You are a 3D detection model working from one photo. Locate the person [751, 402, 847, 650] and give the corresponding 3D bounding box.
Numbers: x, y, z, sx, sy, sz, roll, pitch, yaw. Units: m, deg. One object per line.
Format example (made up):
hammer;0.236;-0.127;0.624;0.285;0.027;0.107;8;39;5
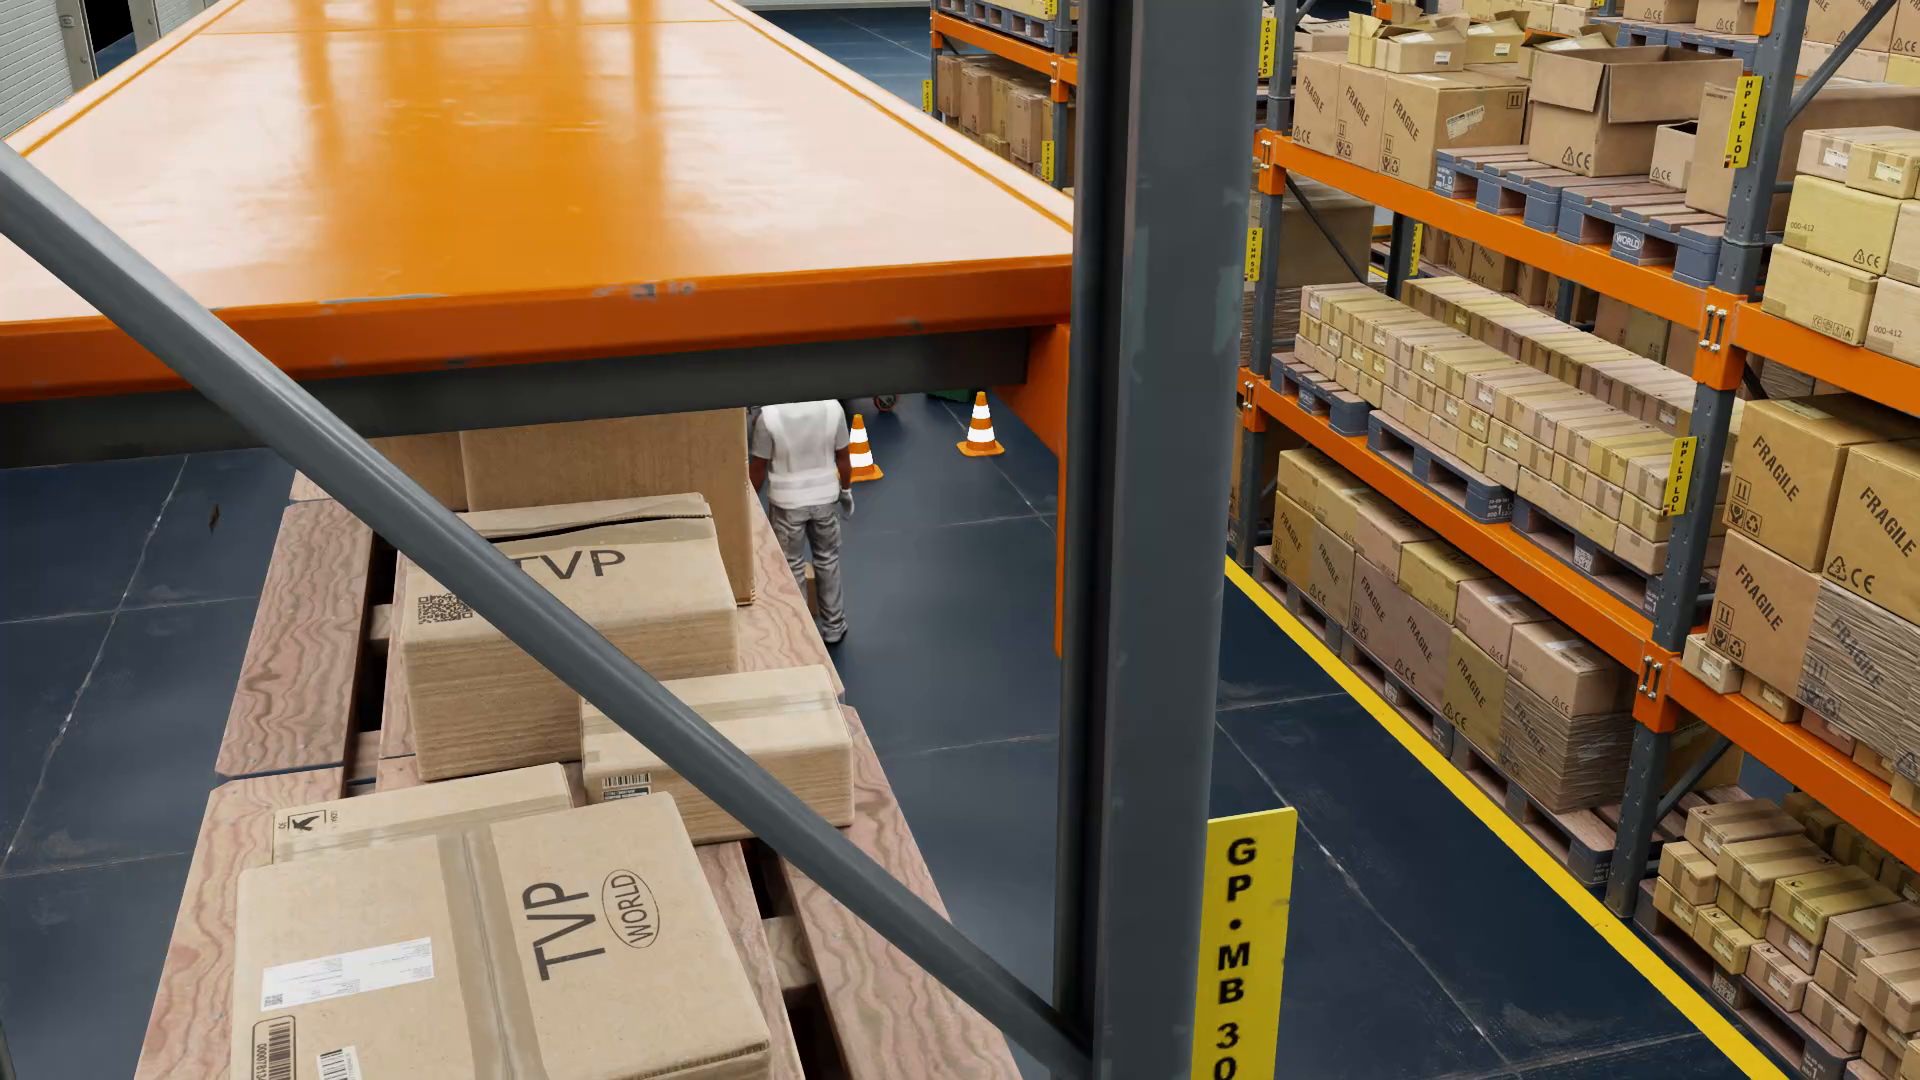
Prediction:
person;-0.918;-0.204;9.559;0.546;1.779;0.354;-6;23;-13
